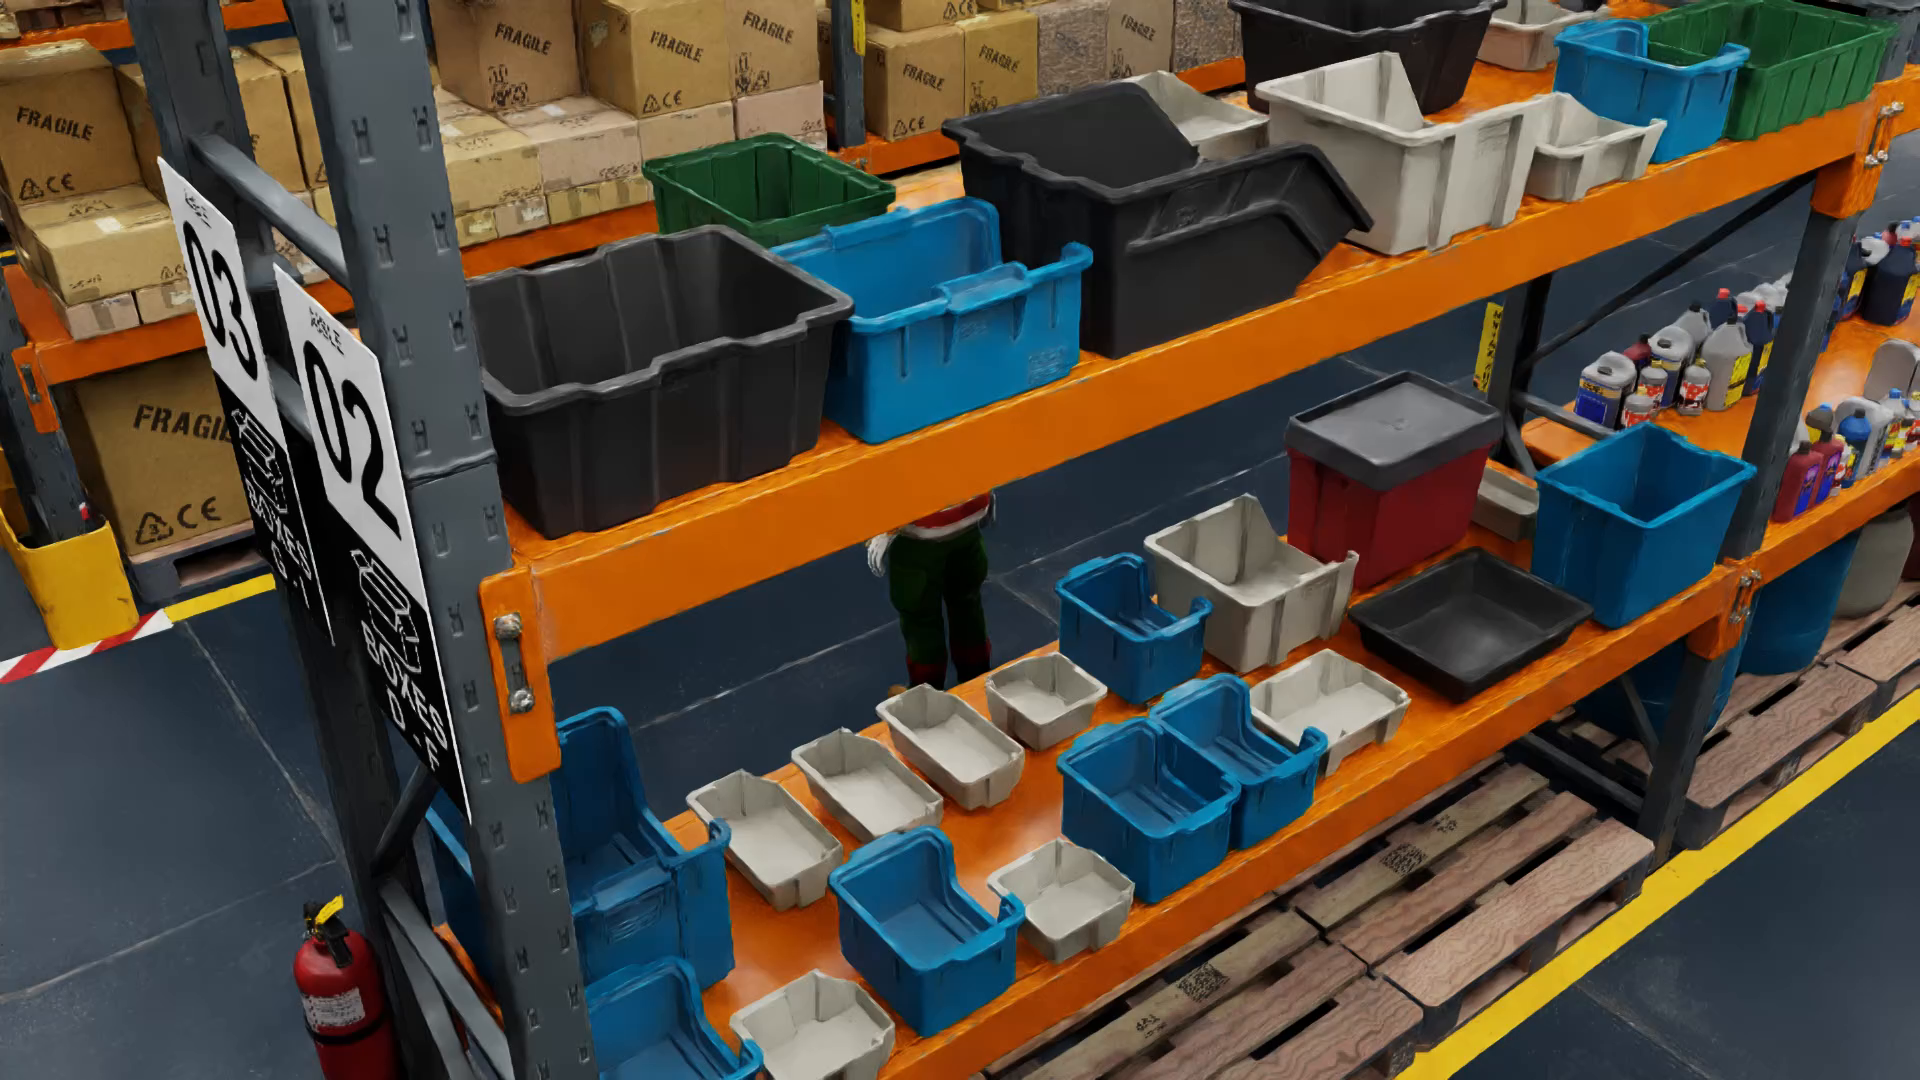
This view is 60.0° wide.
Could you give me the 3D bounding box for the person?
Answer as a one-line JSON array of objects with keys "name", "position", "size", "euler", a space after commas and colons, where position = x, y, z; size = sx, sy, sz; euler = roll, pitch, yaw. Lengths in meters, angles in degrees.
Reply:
[{"name": "person", "position": [-0.094, -0.087, 6.196], "size": [0.377, 1.797, 0.632], "euler": [27, 41, 36]}]
